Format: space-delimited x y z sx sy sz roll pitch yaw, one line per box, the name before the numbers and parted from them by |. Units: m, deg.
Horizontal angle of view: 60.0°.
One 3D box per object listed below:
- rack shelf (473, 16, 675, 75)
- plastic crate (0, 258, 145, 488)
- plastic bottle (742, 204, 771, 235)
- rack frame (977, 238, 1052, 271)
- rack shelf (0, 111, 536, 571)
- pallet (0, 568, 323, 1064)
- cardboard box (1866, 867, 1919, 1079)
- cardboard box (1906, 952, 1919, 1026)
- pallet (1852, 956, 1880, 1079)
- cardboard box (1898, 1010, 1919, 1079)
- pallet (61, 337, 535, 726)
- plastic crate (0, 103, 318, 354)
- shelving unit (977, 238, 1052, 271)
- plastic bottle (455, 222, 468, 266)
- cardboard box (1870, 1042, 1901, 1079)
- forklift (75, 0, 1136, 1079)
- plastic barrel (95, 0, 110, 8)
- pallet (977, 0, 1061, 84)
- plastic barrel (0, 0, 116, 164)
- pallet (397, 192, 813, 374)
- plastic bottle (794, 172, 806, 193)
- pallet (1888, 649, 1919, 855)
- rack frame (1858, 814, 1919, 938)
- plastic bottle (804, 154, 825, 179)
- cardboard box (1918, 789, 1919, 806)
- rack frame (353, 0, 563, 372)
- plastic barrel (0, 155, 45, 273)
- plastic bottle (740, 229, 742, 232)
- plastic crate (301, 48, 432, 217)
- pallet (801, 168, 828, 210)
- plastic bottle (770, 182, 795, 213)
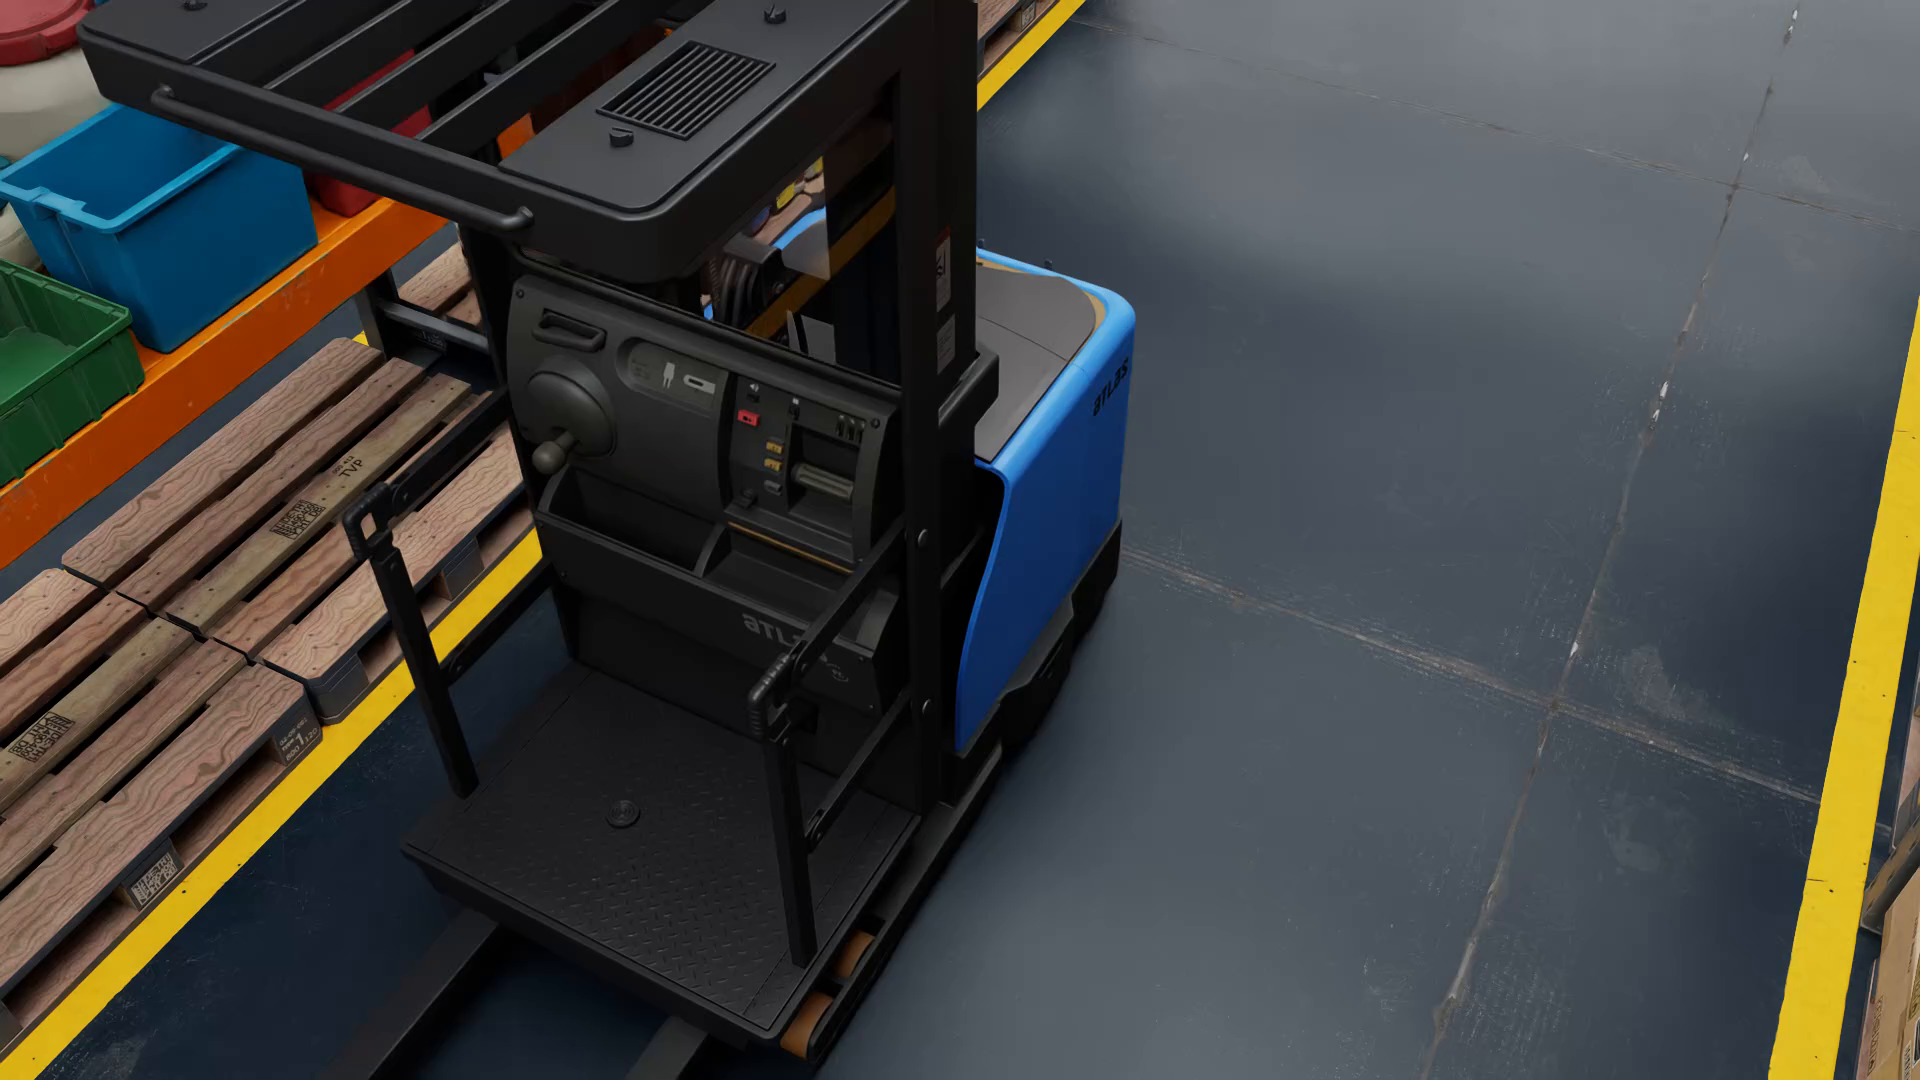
rack shelf | -0.682 -2.576 6.193 1.077 0.370 4.000 20 49 19
plastic crate | -2.169 -0.304 3.591 0.450 0.188 0.662 20 49 19
plastic bottle | -0.781 -1.283 5.962 0.144 0.351 0.185 19 48 17
rack frame | 0.157 -0.523 5.134 0.240 0.900 0.006 21 49 20
rack shelf | -2.539 -0.056 3.703 1.077 0.370 4.000 20 49 19
pallet | -2.506 0.690 4.420 1.003 0.211 1.213 20 49 19
cardboard box | 2.368 1.060 3.732 0.500 0.250 0.500 19 48 18
cardboard box | 2.362 0.869 3.526 0.500 0.311 0.500 21 49 19
pallet | 2.467 1.526 3.594 1.003 0.211 1.213 20 49 19
cardboard box | 2.125 1.182 3.216 0.500 0.311 0.500 20 49 19
pallet | -1.941 -0.081 5.182 1.003 0.211 1.213 20 49 19
plastic crate | -1.847 -0.766 3.909 0.392 0.384 0.575 20 49 19
shelving unit | 0.109 -0.459 5.071 0.258 0.900 0.210 21 49 20
plastic bottle | -1.718 -1.072 5.858 0.097 0.201 0.097 0 45 0
cardboard box | 2.130 1.381 3.414 0.500 0.250 0.500 22 49 20
forklift | -0.664 -0.156 3.343 1.130 2.935 3.031 21 49 20
plastic barrel | -2.058 -1.602 4.372 0.600 0.901 0.708 20 49 19
pallet | -0.129 -2.535 7.607 1.003 0.211 1.213 20 49 19
plastic barrel | -2.249 -1.087 4.119 0.433 0.535 0.433 0 45 0
pallet | -1.262 -0.998 6.088 1.003 0.211 1.213 20 49 19
plastic bottle | -0.629 -1.401 6.184 0.097 0.201 0.097 0 45 0
pallet | 3.181 0.562 4.546 1.003 0.211 1.213 20 49 19
rack frame | 2.775 0.069 3.073 1.000 3.000 0.127 20 49 19
plastic bottle | -0.584 -1.551 6.227 0.144 0.351 0.185 20 49 19
cardboard box | 2.797 0.523 4.262 0.500 0.250 0.500 20 49 19
rack frame | -1.611 -1.569 4.692 1.000 3.000 0.127 20 49 19
plastic barrel | -2.361 -0.737 3.967 0.301 0.262 0.301 0 45 0
plastic bottle | -0.869 -1.164 5.845 0.144 0.351 0.185 22 49 20
plastic crate | -1.565 -1.186 4.268 0.402 0.464 0.583 20 49 19
pallet | -0.697 -1.770 6.851 1.003 0.211 1.213 20 49 19
plastic bottle | -0.667 -1.350 6.075 0.061 0.283 0.133 23 50 21
